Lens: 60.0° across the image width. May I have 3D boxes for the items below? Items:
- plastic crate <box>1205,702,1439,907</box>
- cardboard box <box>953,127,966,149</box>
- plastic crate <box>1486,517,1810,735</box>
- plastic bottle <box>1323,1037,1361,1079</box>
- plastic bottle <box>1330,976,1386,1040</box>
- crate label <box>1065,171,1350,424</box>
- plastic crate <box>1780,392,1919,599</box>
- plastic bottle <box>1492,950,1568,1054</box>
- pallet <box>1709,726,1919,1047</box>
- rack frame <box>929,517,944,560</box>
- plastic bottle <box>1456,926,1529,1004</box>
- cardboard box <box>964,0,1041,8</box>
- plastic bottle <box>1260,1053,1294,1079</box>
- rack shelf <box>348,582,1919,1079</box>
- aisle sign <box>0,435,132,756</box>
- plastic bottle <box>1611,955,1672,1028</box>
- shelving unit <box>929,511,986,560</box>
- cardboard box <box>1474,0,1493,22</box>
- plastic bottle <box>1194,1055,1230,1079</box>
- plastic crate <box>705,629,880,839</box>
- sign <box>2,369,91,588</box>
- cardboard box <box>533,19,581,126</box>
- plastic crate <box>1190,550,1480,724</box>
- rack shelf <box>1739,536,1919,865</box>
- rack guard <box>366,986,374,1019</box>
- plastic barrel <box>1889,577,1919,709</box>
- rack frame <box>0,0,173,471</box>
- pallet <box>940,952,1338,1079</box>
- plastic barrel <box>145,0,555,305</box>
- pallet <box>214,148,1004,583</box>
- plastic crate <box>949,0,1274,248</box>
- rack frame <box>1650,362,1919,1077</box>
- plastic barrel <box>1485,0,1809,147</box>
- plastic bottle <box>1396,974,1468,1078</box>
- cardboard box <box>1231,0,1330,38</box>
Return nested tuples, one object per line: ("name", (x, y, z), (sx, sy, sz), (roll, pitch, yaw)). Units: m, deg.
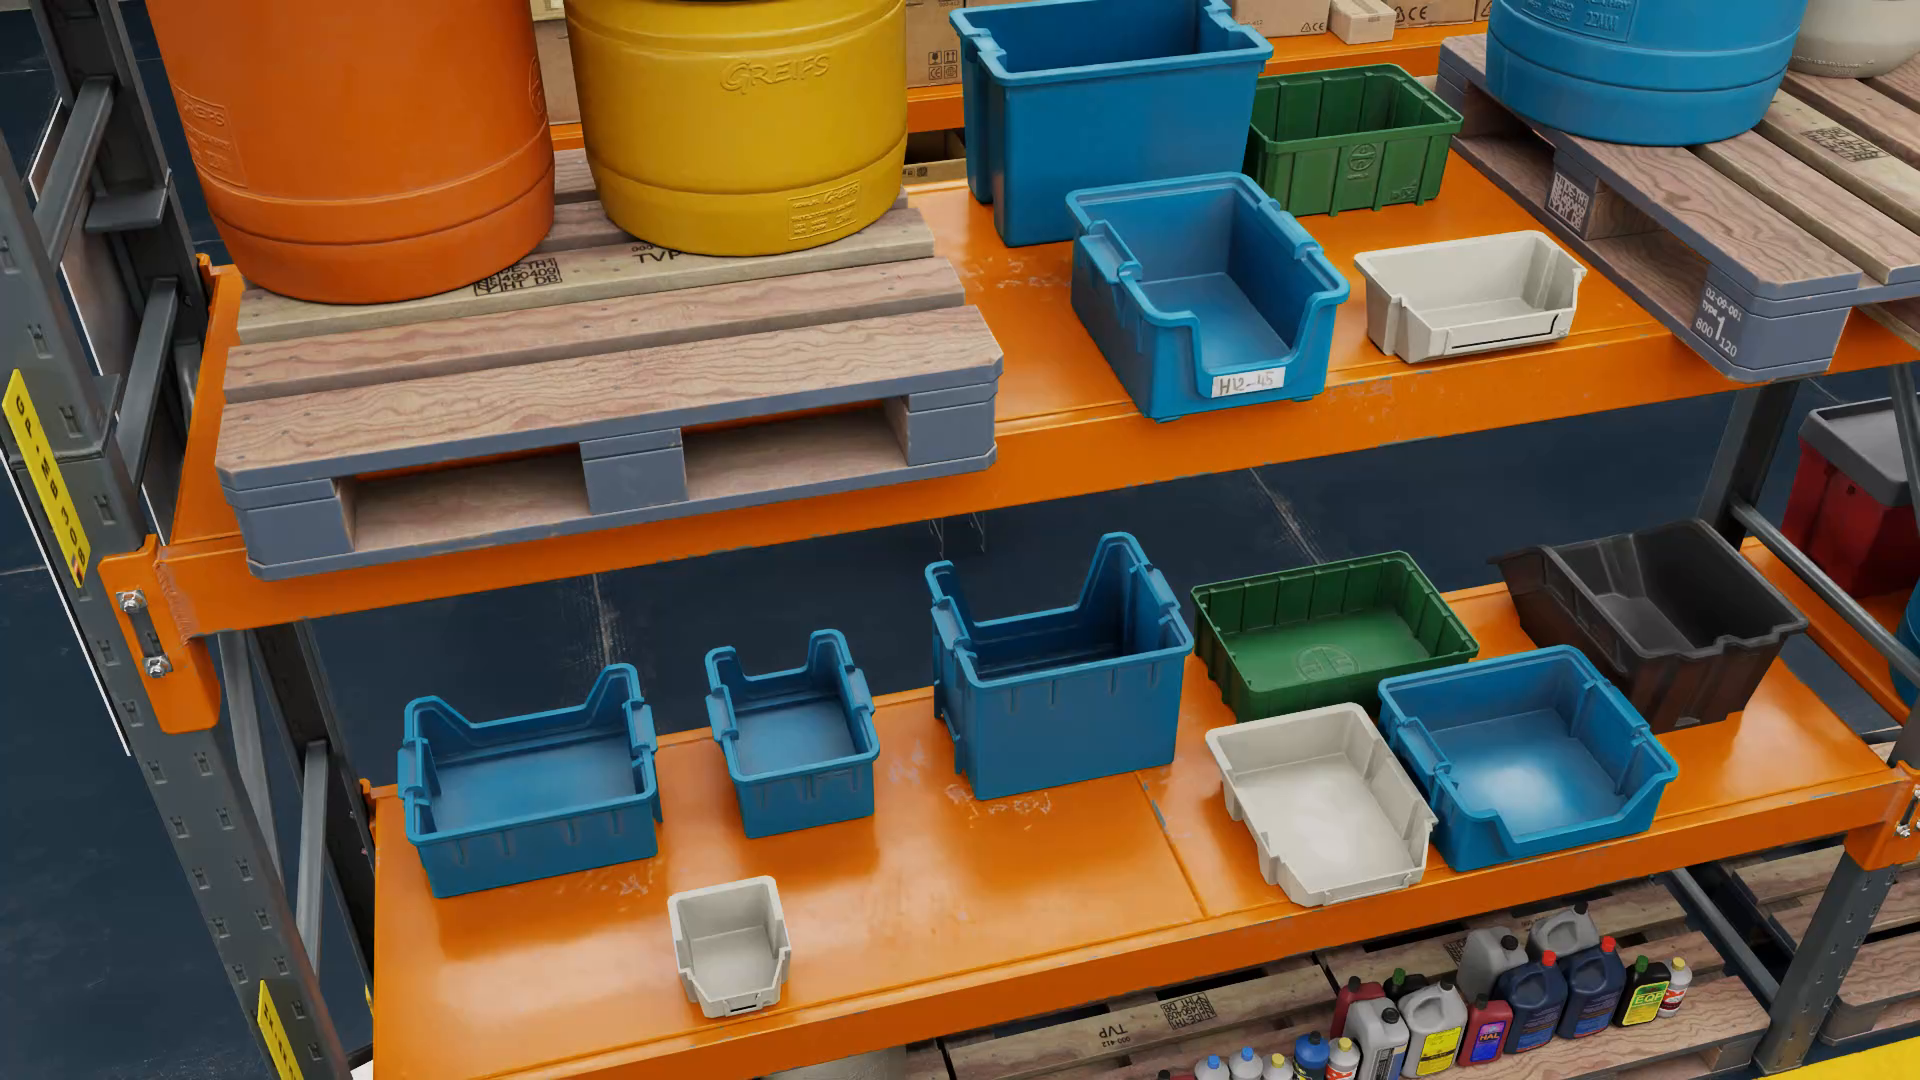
("plastic crate", (0.896, 0.663, 4.132), (0.437, 0.136, 0.530), (-9, 38, -12))
("cardboard box", (0.234, -1.852, 8.503), (0.500, 0.500, 0.500), (-9, 38, -12))
("plastic crate", (1.860, 0.185, 4.590), (0.504, 0.338, 0.767), (-9, 38, -12))
("plastic bottle", (1.090, 1.500, 4.761), (0.097, 0.201, 0.097), (0, 37, 0))
("plastic bottle", (1.168, 1.370, 4.863), (0.133, 0.283, 0.061), (-9, 38, -12))
("crate label", (0.430, -0.449, 3.022), (0.408, 0.251, 0.502), (-9, 38, -12))
("plastic crate", (2.786, -0.129, 4.897), (0.583, 0.464, 0.402), (-9, 38, -12))
("plastic bottle", (1.666, 1.331, 4.859), (0.185, 0.351, 0.144), (-11, 39, -14))
("pallet", (3.146, 1.113, 5.621), (1.213, 0.211, 1.003), (-9, 38, -12))
("rack frame", (-0.102, -0.460, 6.864), (0.006, 1.200, 0.240), (-9, 38, -12))
("plastic bottle", (1.603, 1.278, 4.990), (0.135, 0.276, 0.152), (-9, 38, -12))
("cardboard box", (0.176, -2.632, 8.140), (0.500, 0.500, 0.700), (-10, 38, -12))
("plastic bottle", (0.891, 1.533, 4.719), (0.097, 0.201, 0.097), (0, 37, 0))
("rack shelf", (0.467, 0.755, 4.386), (4.000, 0.370, 1.077), (-9, 38, -12))
("aisle sign", (-1.457, -0.063, 2.724), (0.004, 0.787, 0.394), (-9, 38, -12))
("plastic bottle", (2.020, 1.326, 4.921), (0.133, 0.283, 0.061), (-7, 38, -10))
("shelving unit", (-0.014, -0.474, 6.882), (0.189, 1.200, 0.258), (-9, 38, -12))
("cardboard box", (2.848, -3.068, 8.710), (0.500, 0.500, 0.500), (-9, 38, -12))
("plastic bottle", (0.699, 1.536, 4.656), (0.097, 0.271, 0.097), (0, 37, 0))
("plastic crate", (-0.430, 0.491, 4.262), (0.408, 0.251, 0.499), (-9, 38, -12))
("sign", (-1.324, -0.085, 2.417), (0.005, 0.325, 0.100), (-9, 38, -12))
("cardboard box", (-1.792, -2.312, 7.721), (0.500, 0.500, 0.700), (-8, 38, -11))
("plastic crate", (1.014, 0.286, 4.582), (0.662, 0.188, 0.450), (-9, 38, -12))
("rack shelf", (4.329, 0.121, 5.215), (4.000, 0.370, 1.077), (-9, 38, -12))
("rack guard", (-1.402, 1.739, 4.565), (0.348, 0.500, 1.175), (-9, 38, -12))
("plastic barrel", (2.850, 0.070, 4.277), (0.708, 0.901, 0.600), (-9, 38, -12))
("rack frame", (-1.464, -1.597, 1.931), (0.127, 3.000, 1.000), (-9, 38, -12))
("pallet", (0.559, 1.537, 5.067), (1.213, 0.211, 1.003), (-9, 38, -12))
("plastic barrel", (-1.028, -0.894, 2.782), (0.708, 0.830, 0.600), (-9, 38, -12))
("pallet", (-0.639, -0.404, 2.996), (1.213, 0.211, 1.003), (-9, 38, -12))
("plastic crate", (0.299, -0.878, 3.473), (0.575, 0.384, 0.392), (-9, 38, -12))
("rack frame", (2.398, 0.152, 4.582), (0.127, 3.000, 1.000), (-9, 38, -12))
("plastic barrel", (1.409, -1.310, 3.267), (0.708, 0.901, 0.600), (-9, 38, -12))
("plastic bottle", (1.354, 1.382, 4.792), (0.185, 0.351, 0.144), (-10, 38, -12))
("cardboard box", (1.574, -2.798, 8.562), (0.500, 0.250, 0.500), (-7, 38, -9))
